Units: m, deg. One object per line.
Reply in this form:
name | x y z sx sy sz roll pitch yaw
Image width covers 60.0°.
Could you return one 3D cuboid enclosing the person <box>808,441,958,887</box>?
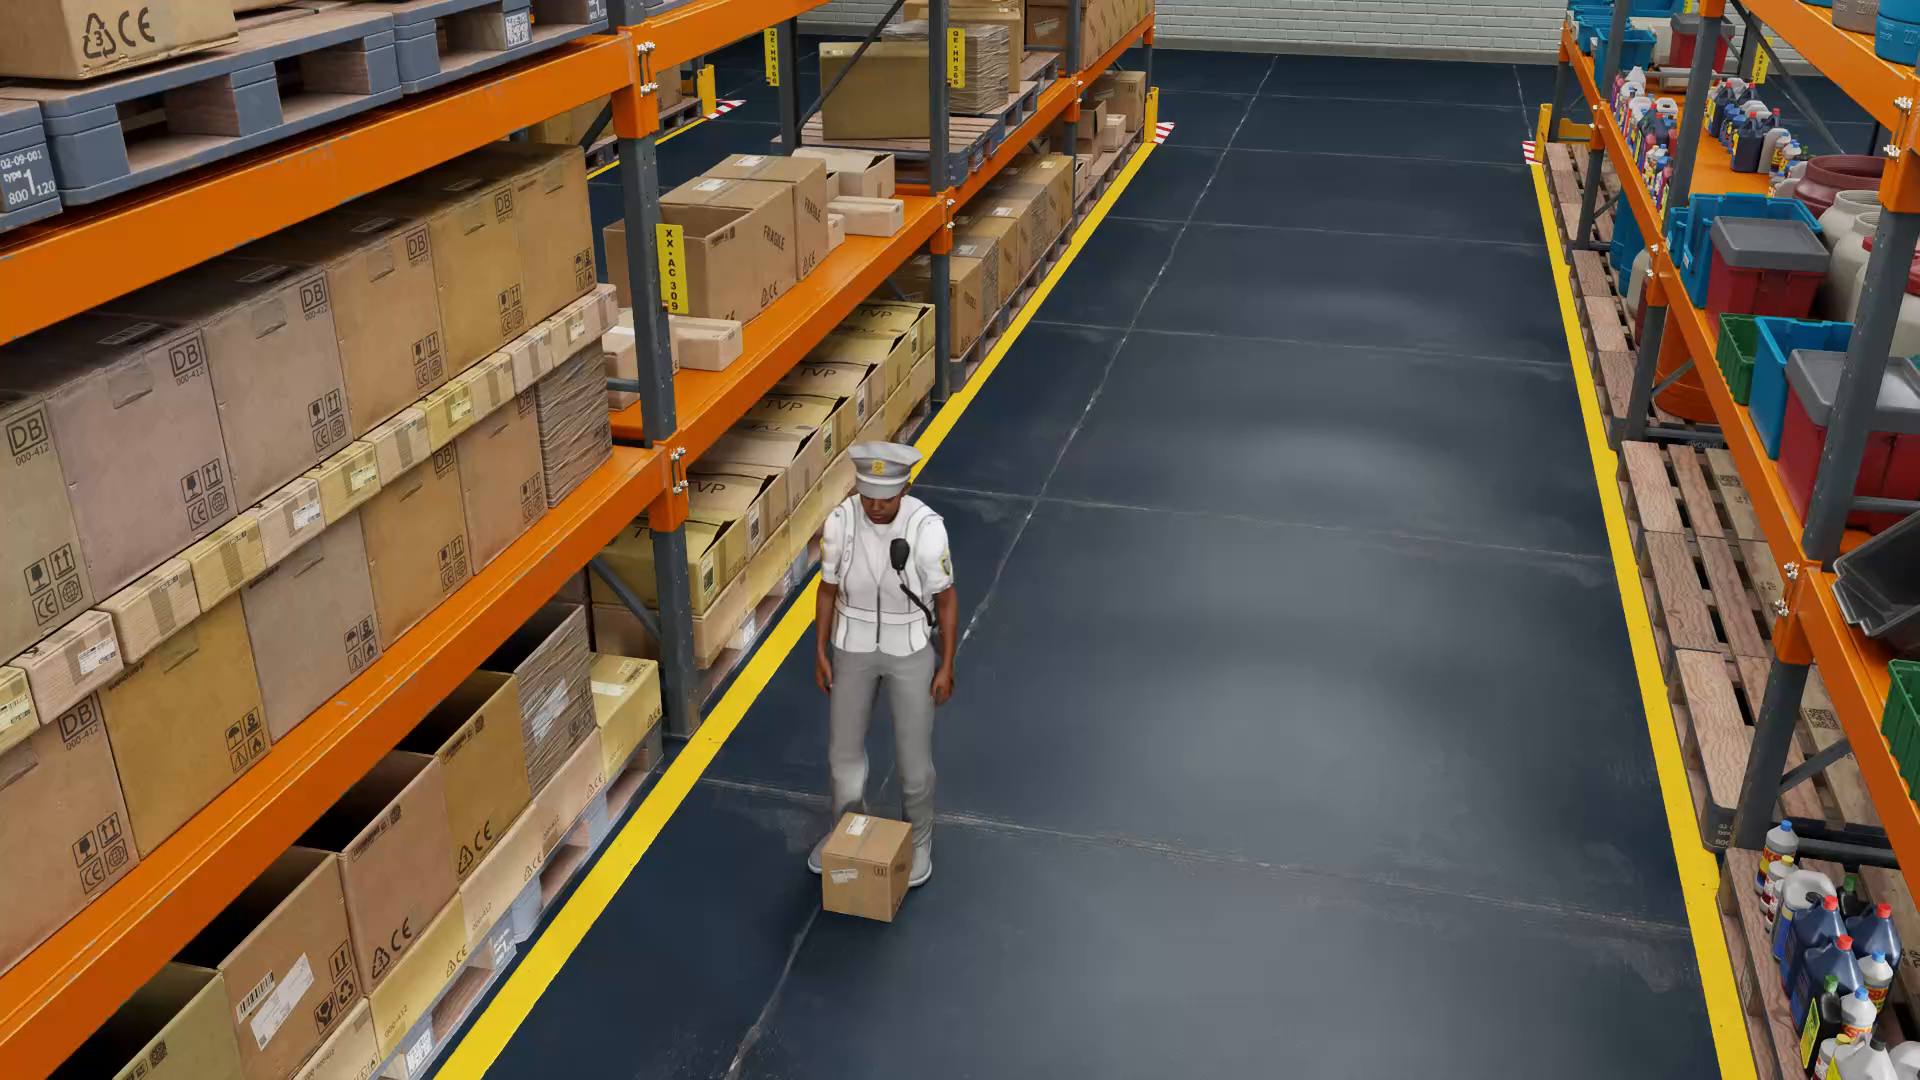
person | -0.274 0.411 5.746 0.530 1.660 0.398 5 26 10
